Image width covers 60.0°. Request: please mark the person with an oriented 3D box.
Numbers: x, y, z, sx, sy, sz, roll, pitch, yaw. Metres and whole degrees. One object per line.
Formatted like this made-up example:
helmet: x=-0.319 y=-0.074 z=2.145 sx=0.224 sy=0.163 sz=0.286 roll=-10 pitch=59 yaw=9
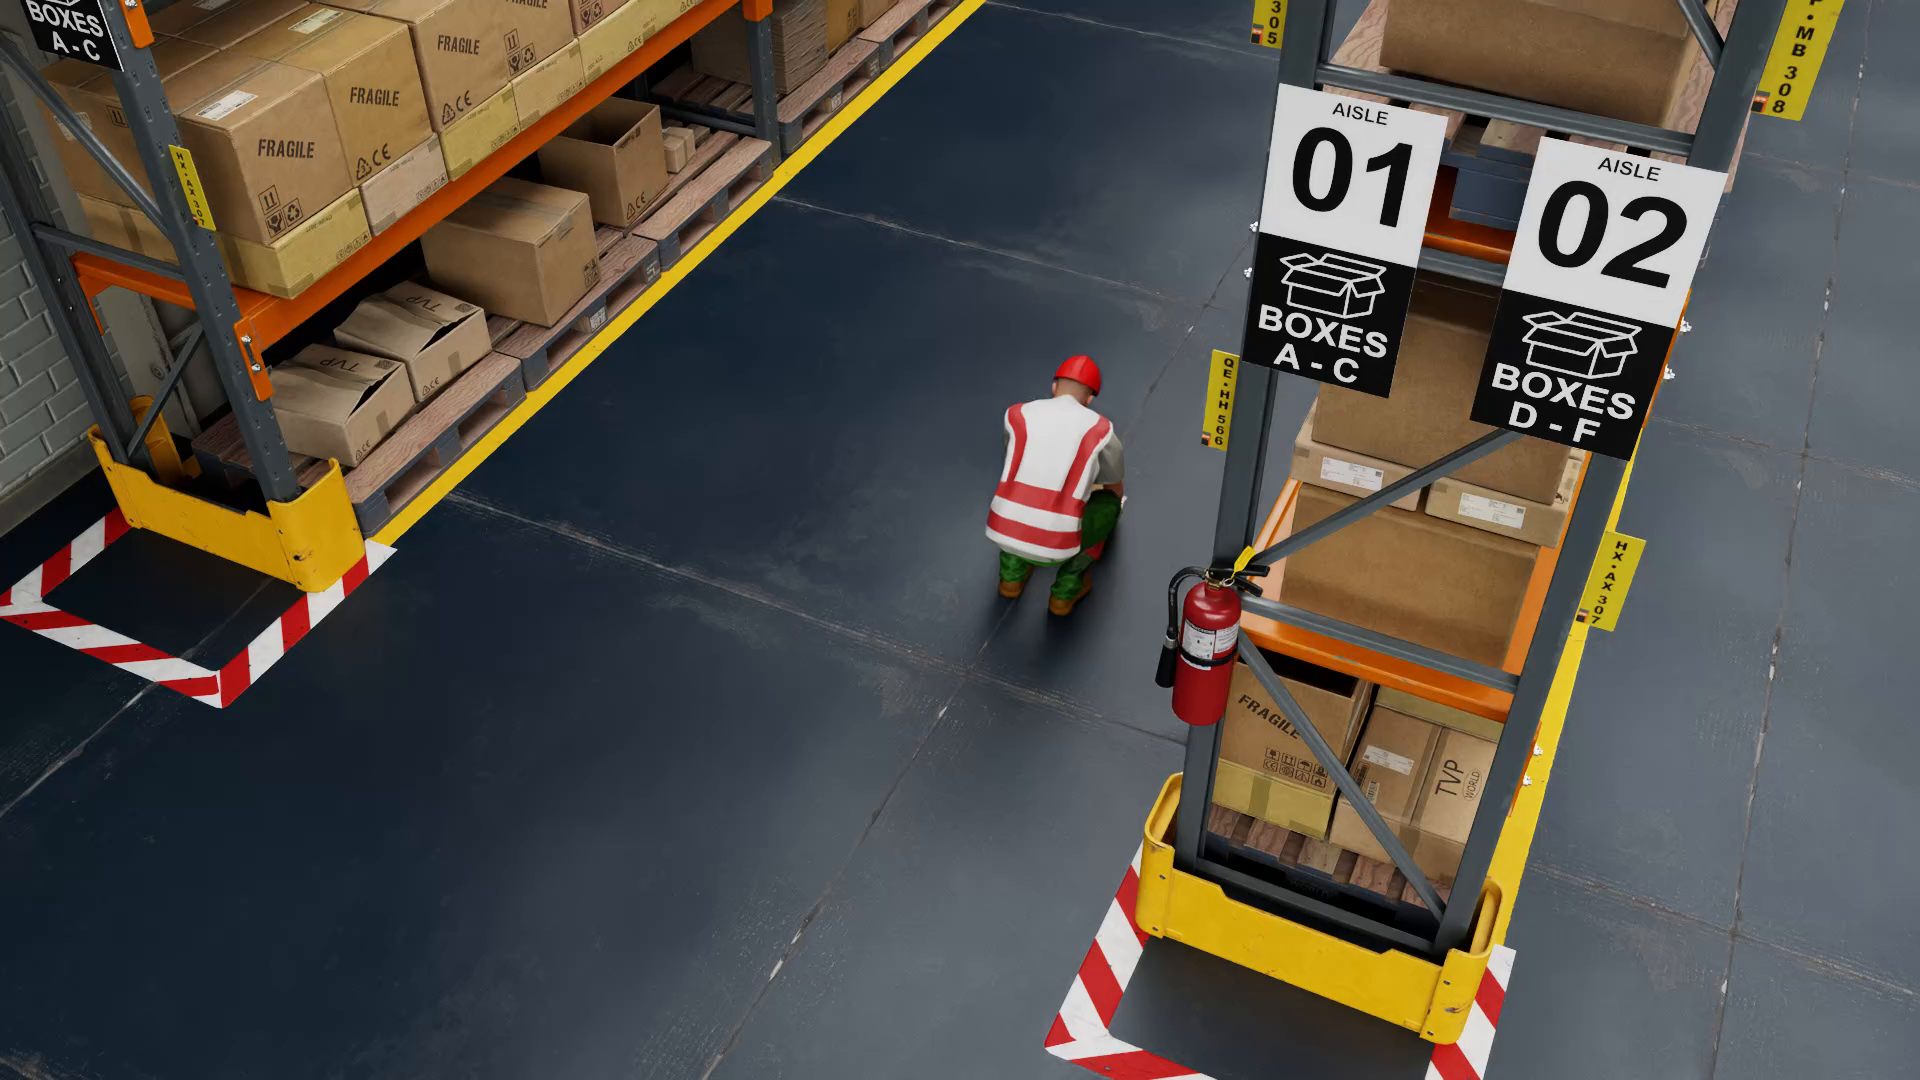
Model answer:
person: x=0.400 y=-0.217 z=7.064 sx=0.568 sy=0.894 sz=0.888 roll=17 pitch=44 yaw=19
